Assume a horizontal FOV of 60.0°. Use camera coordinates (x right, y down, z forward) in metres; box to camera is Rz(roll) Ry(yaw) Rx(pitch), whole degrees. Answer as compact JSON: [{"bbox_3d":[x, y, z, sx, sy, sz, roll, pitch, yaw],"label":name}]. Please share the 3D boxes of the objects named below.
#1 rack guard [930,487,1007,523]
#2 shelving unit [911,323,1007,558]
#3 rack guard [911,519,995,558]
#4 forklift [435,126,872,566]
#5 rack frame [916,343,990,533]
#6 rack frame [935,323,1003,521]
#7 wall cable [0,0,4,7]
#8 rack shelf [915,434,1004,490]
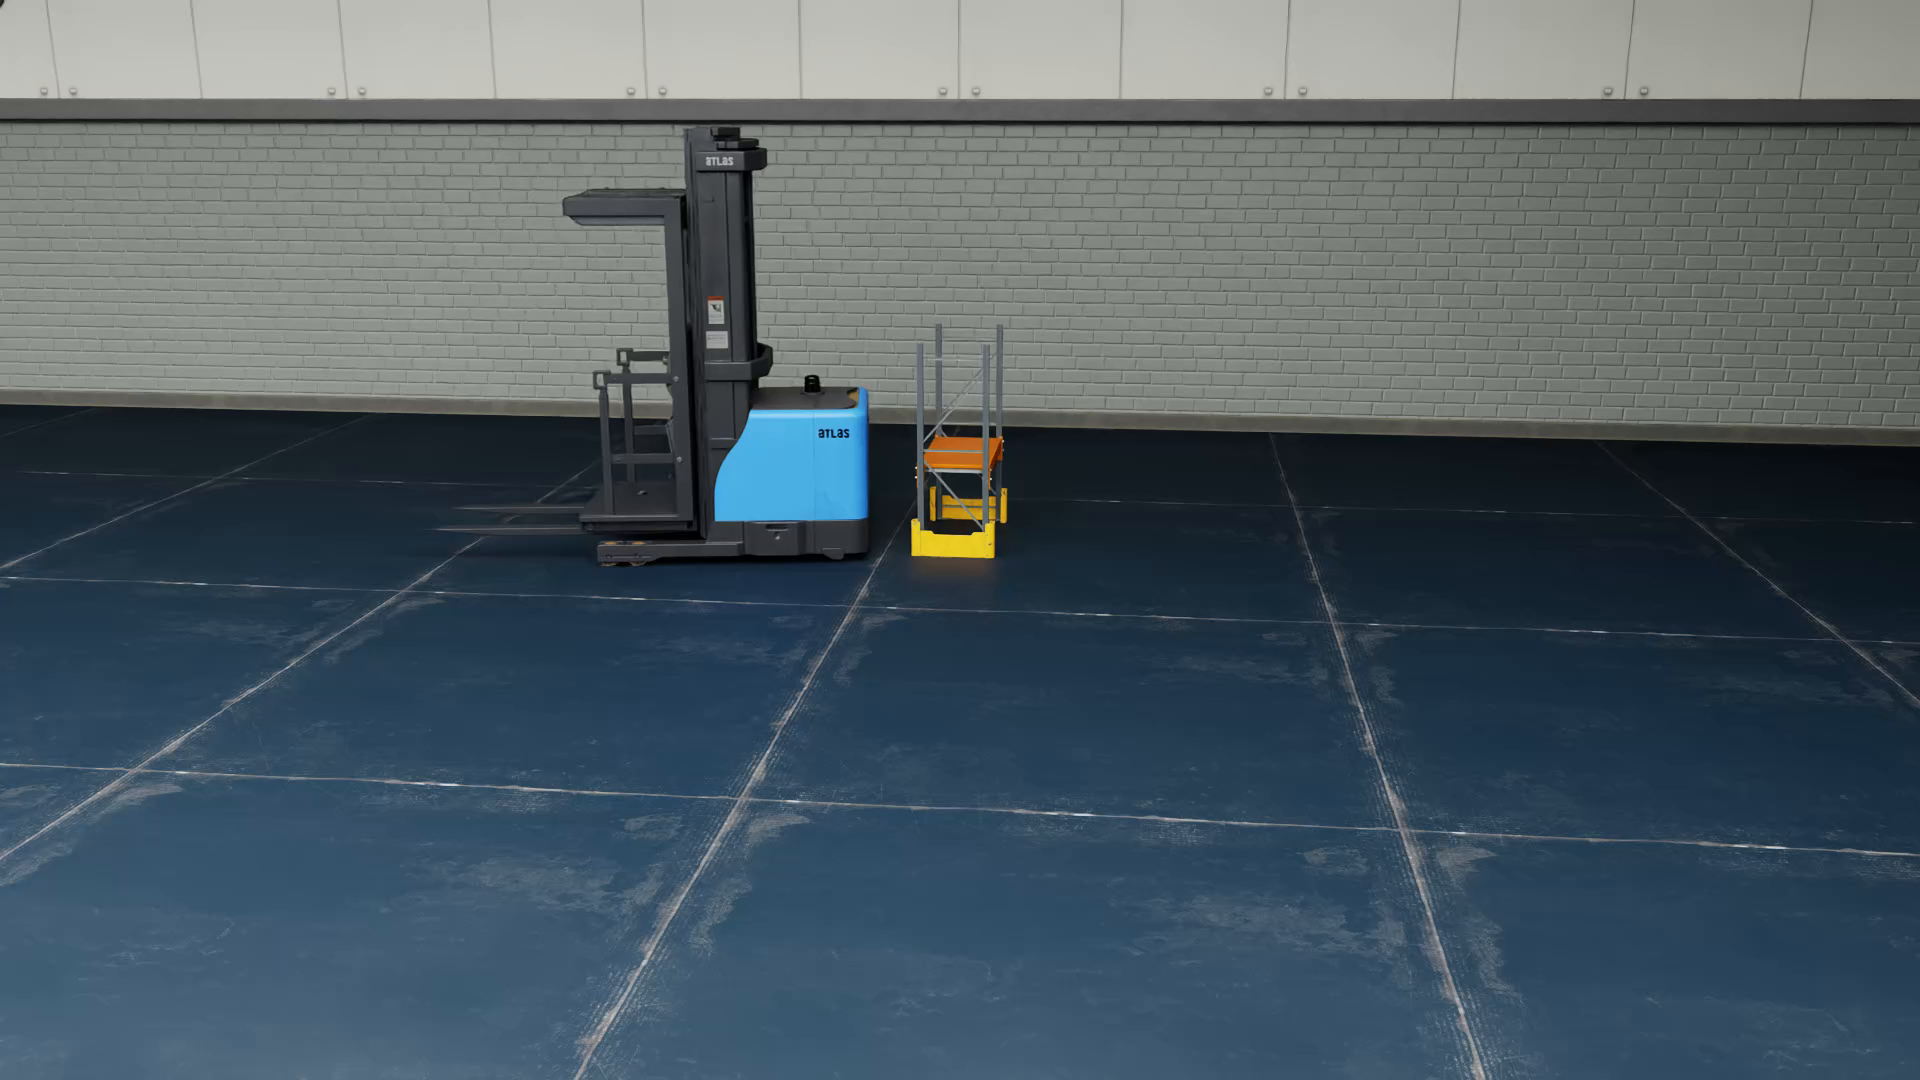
[{"bbox_3d":[0.065,-0.270,12.680,0.587,0.250,0.087,2,15,6],"label":"rack guard"},{"bbox_3d":[0.009,-0.744,12.039,0.587,1.500,1.083,2,15,6],"label":"shelving unit"},{"bbox_3d":[-0.048,-0.011,11.725,0.587,0.250,0.087,2,15,6],"label":"rack guard"},{"bbox_3d":[-2.158,-1.374,11.628,3.031,2.935,1.130,-1,15,-2],"label":"forklift"},{"bbox_3d":[-0.048,-0.614,11.561,0.500,1.500,0.032,2,15,6],"label":"rack frame"},{"bbox_3d":[0.067,-0.878,12.536,0.500,1.500,0.032,2,15,6],"label":"rack frame"},{"bbox_3d":[-10.445,-7.409,15.809,2.305,6.003,0.169,2,15,6],"label":"wall cable"},{"bbox_3d":[0.010,-0.572,12.095,0.538,0.185,1.000,2,15,6],"label":"rack shelf"}]
